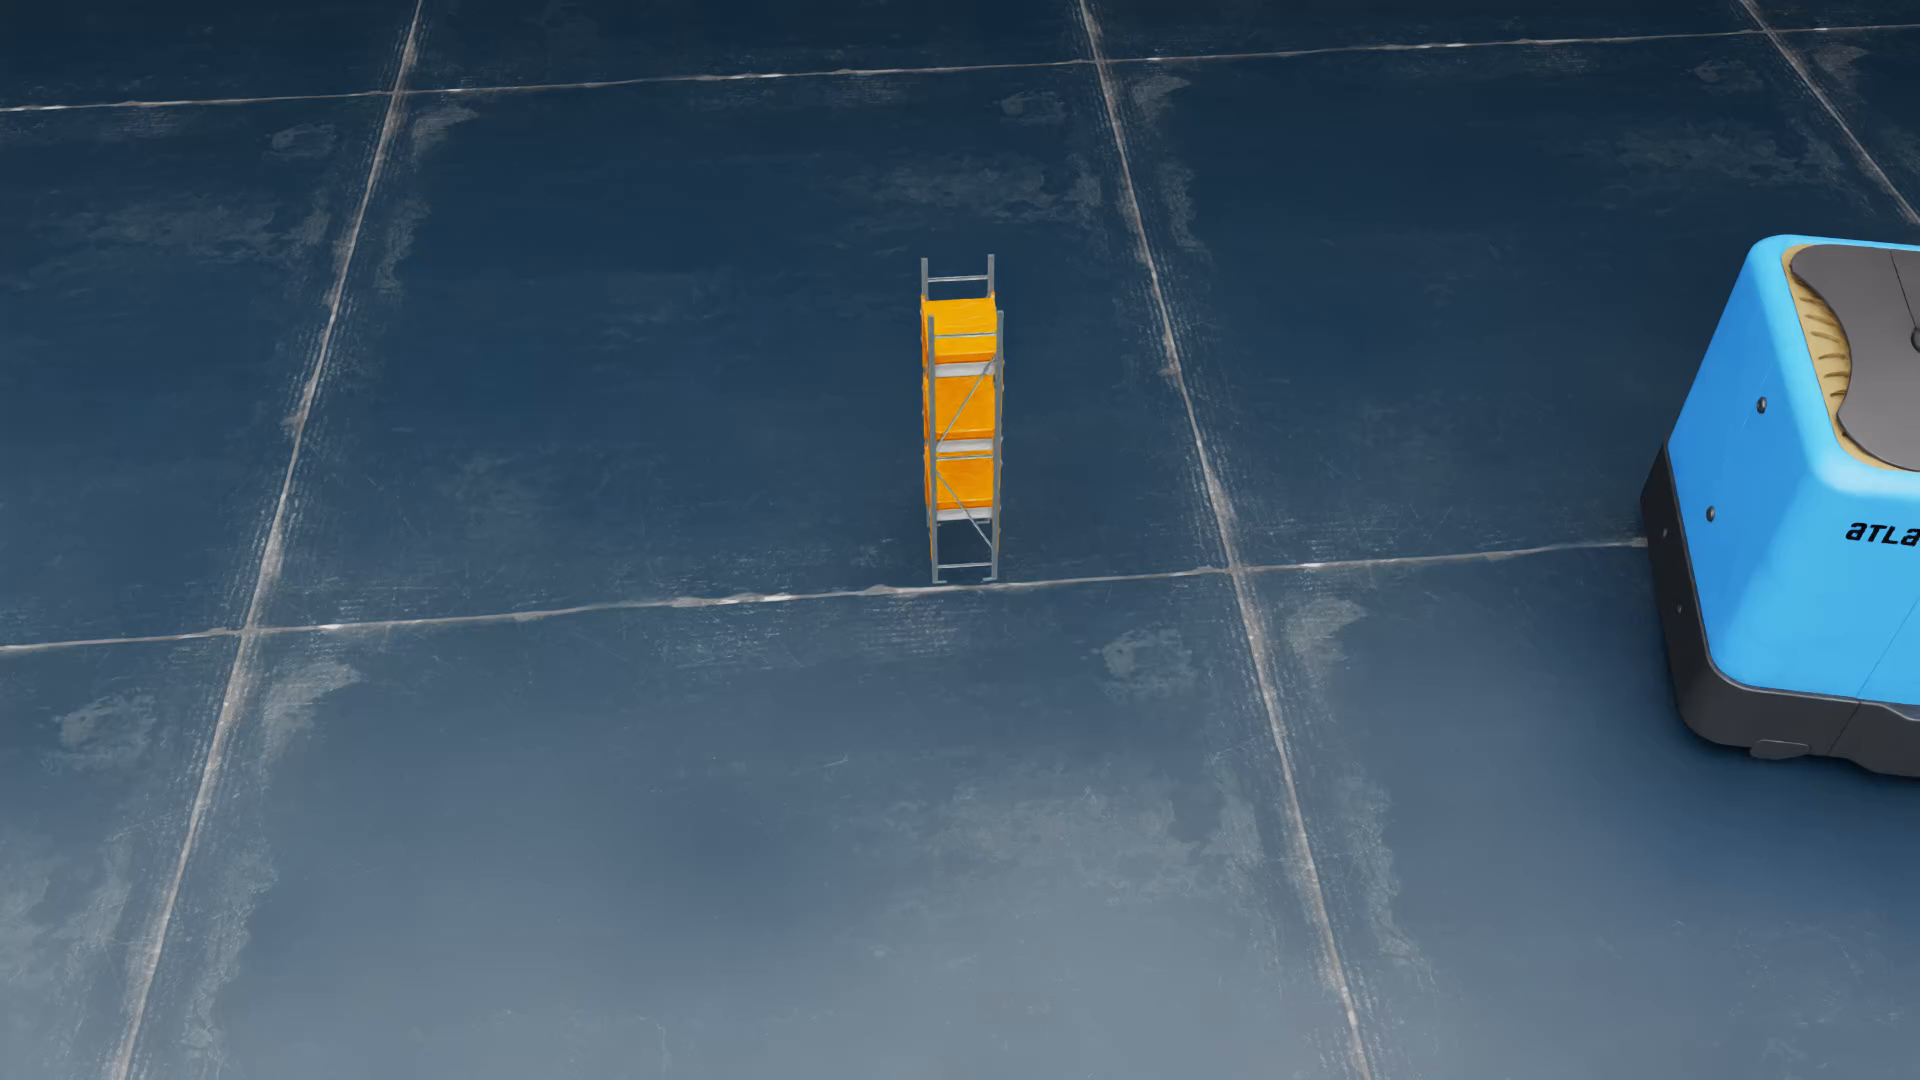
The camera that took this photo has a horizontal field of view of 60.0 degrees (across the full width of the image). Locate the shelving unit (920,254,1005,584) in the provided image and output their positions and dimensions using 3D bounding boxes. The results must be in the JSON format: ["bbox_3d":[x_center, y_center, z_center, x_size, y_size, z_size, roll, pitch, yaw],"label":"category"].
[{"bbox_3d":[0.004,-0.322,4.832,0.215,1.050,0.252,-3,47,-3],"label":"shelving unit"}]

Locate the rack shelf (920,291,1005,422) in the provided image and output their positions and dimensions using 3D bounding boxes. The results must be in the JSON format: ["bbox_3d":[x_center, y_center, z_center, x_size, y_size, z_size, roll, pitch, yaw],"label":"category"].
[{"bbox_3d":[0.004,-0.510,4.634,0.215,0.259,0.240,-3,47,-3],"label":"rack shelf"}]

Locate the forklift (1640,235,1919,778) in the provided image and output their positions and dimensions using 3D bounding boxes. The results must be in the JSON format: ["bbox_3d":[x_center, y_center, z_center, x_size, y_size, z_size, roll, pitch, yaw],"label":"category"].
[{"bbox_3d":[3.590,-0.615,3.814,3.031,2.935,1.130,6,47,6],"label":"forklift"}]

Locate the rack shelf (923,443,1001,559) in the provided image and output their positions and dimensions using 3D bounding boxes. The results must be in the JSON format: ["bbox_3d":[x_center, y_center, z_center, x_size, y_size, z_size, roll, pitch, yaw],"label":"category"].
[{"bbox_3d":[0.004,-0.124,5.042,0.215,0.259,0.240,-3,47,-3],"label":"rack shelf"}]

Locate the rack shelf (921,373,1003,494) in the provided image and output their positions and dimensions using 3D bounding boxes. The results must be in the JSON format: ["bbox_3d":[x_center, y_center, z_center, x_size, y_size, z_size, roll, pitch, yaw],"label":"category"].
[{"bbox_3d":[0.004,-0.315,4.840,0.215,0.259,0.240,-3,47,-3],"label":"rack shelf"}]

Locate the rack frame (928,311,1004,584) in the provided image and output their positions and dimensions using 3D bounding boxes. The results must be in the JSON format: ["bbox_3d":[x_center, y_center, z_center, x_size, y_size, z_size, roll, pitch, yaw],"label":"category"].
[{"bbox_3d":[0.015,-0.234,4.749,0.200,1.050,0.008,-3,47,-3],"label":"rack frame"}]

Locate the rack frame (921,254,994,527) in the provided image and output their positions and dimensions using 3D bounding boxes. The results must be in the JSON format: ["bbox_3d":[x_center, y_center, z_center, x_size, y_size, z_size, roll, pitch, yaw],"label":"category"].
[{"bbox_3d":[-0.006,-0.411,4.916,0.200,1.050,0.008,-3,47,-3],"label":"rack frame"}]
